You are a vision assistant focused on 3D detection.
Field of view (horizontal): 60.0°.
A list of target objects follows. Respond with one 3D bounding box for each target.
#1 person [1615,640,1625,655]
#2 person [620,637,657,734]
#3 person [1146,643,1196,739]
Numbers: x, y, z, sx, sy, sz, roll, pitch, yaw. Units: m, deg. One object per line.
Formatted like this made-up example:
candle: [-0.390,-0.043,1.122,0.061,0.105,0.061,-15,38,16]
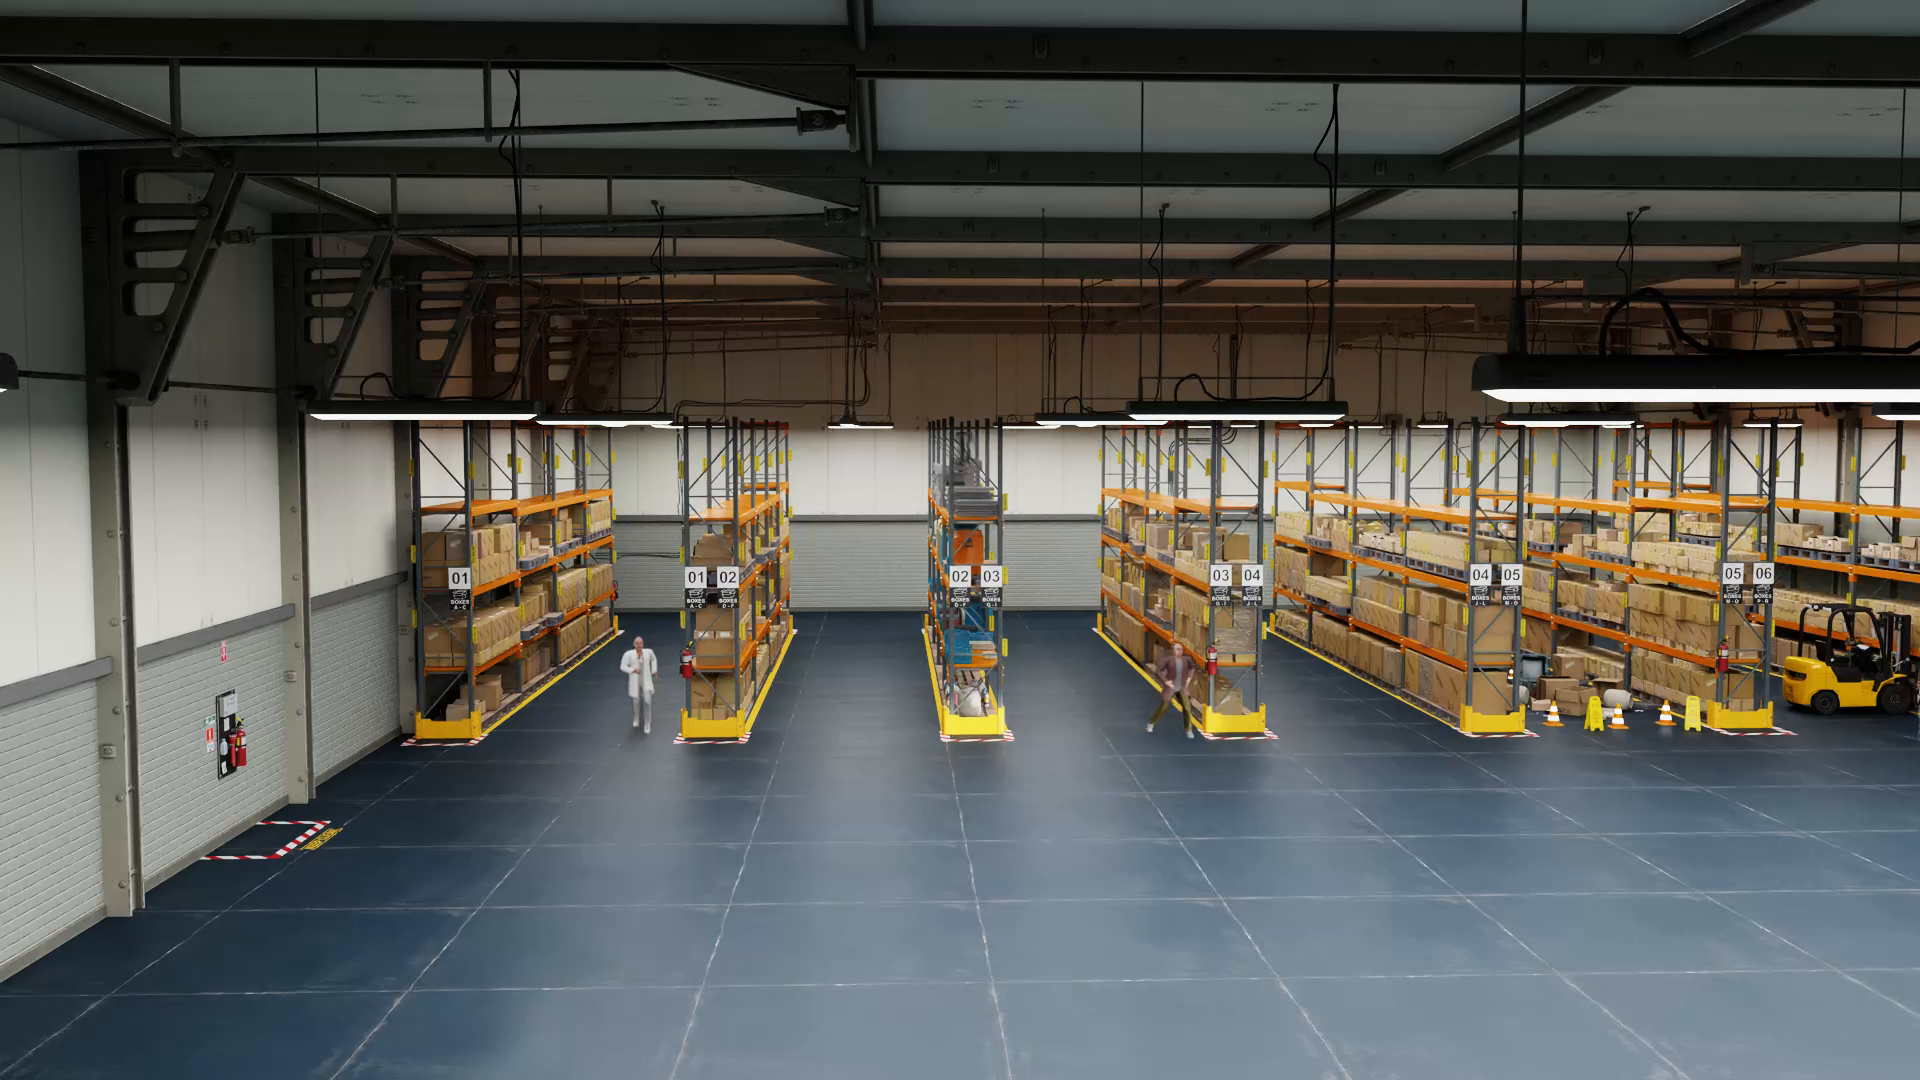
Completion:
person: [16.354,2.273,41.178,0.573,1.545,0.476,-1,4,-12]
person: [-6.138,2.761,31.806,0.709,1.843,0.855,-1,4,-16]
person: [4.015,2.823,31.304,0.937,1.778,0.832,-1,4,-13]
